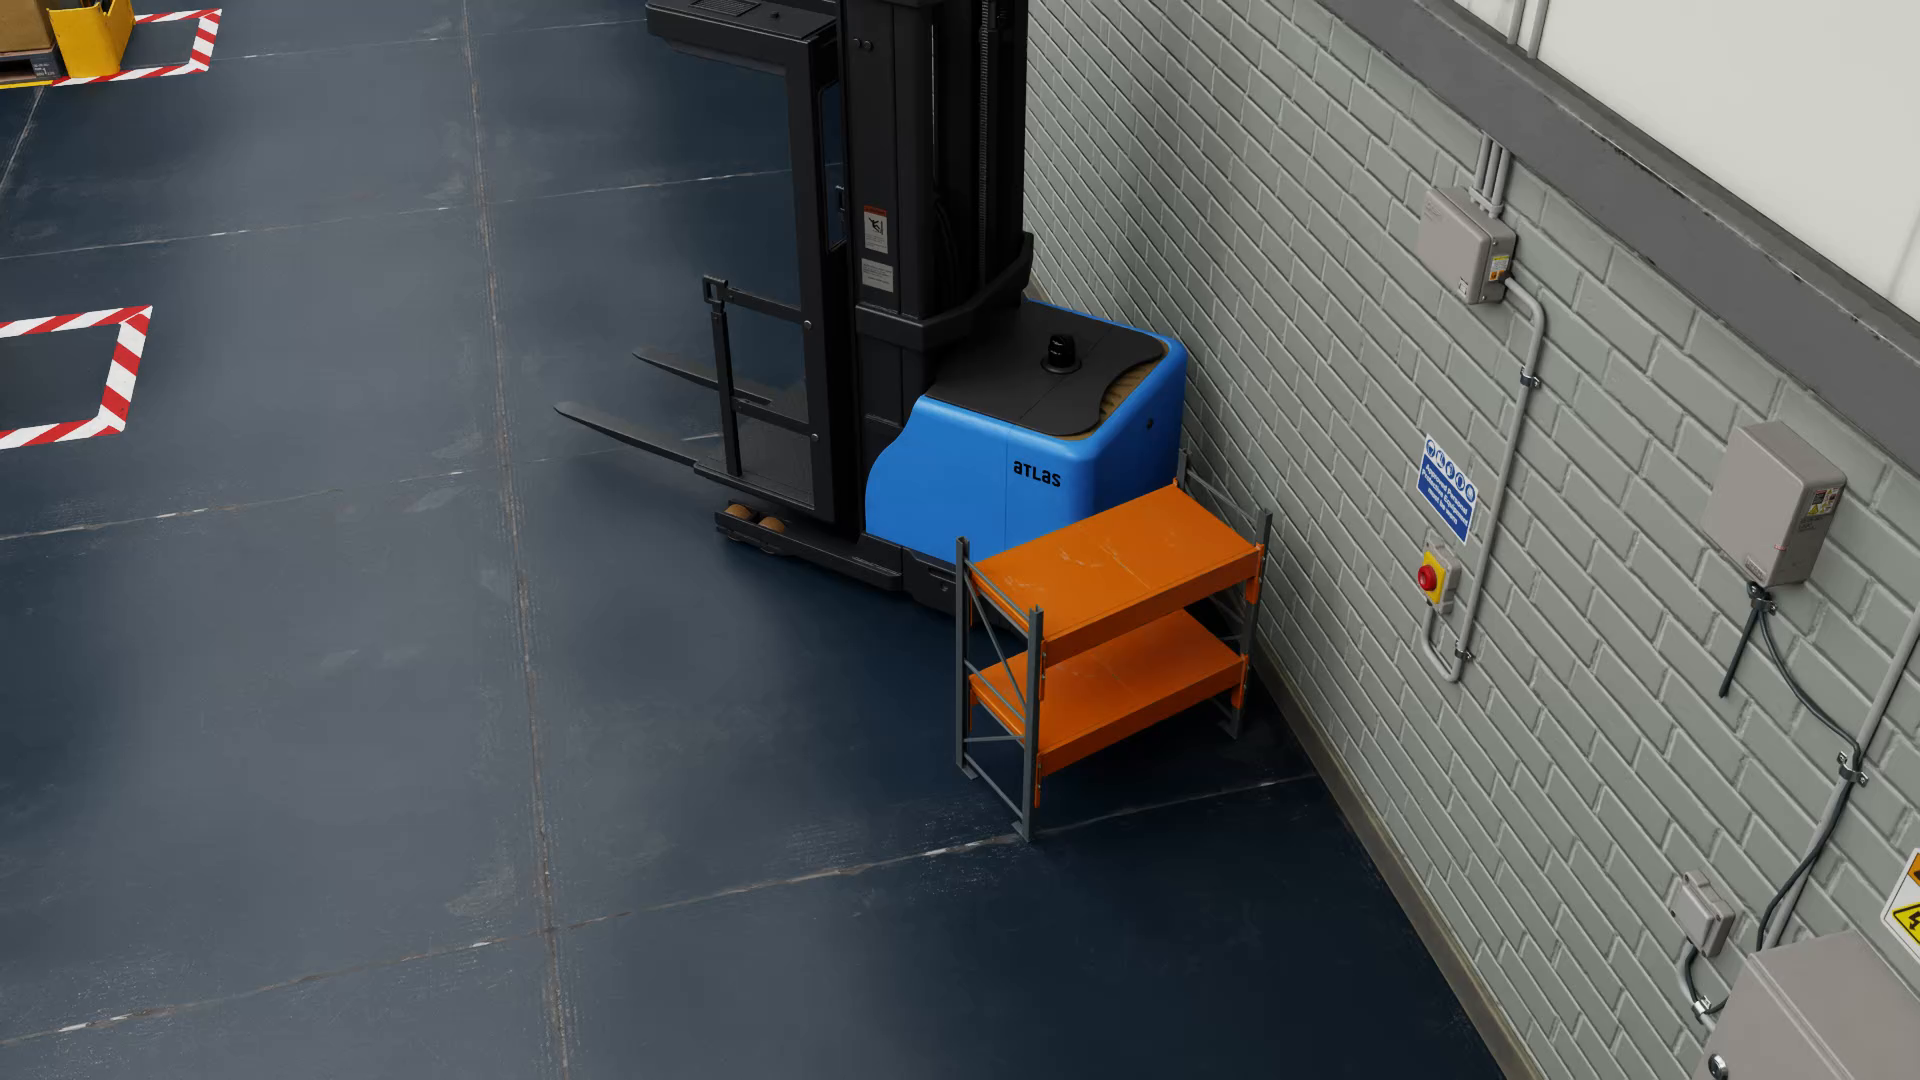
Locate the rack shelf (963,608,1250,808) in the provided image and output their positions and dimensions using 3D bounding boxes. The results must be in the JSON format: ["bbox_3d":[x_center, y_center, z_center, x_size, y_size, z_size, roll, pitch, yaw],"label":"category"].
[{"bbox_3d":[0.560,0.588,6.458,1.000,0.278,0.538,-21,42,-26],"label":"rack shelf"}]

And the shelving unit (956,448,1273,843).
[{"bbox_3d":[0.560,0.394,6.309,1.048,1.125,0.538,-21,42,-26],"label":"shelving unit"}]

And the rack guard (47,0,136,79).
[{"bbox_3d":[-6.504,-3.934,12.481,0.348,0.500,1.175,-9,38,-12],"label":"rack guard"}]

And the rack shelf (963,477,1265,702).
[{"bbox_3d":[0.560,0.161,6.131,1.000,0.278,0.538,-21,42,-26],"label":"rack shelf"}]

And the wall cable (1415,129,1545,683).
[{"bbox_3d":[1.494,-0.433,4.985,0.123,1.953,0.585,-9,38,-12],"label":"wall cable"}]

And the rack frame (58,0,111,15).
[{"bbox_3d":[-6.527,-4.923,11.717,0.127,3.000,1.000,-9,38,-12],"label":"rack frame"}]

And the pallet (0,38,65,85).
[{"bbox_3d":[-7.278,-3.643,12.338,1.213,0.211,1.003,-9,38,-12],"label":"pallet"}]

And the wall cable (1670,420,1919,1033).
[{"bbox_3d":[1.875,0.410,3.909,0.122,1.984,0.588,-9,38,-12],"label":"wall cable"}]

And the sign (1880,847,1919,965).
[{"bbox_3d":[2.087,0.845,3.497,0.001,0.242,0.339,-9,38,-12],"label":"sign"}]

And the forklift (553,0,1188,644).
[{"bbox_3d":[-0.544,-1.357,7.112,3.031,2.935,1.130,20,42,24],"label":"forklift"}]

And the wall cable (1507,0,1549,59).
[{"bbox_3d":[1.475,-2.559,3.689,0.029,3.000,0.463,-9,38,-12],"label":"wall cable"}]

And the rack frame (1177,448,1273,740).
[{"bbox_3d":[0.987,0.226,6.529,0.032,1.125,0.500,-21,42,-26],"label":"rack frame"}]

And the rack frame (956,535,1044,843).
[{"bbox_3d":[0.133,0.562,6.090,0.032,1.125,0.500,-21,42,-26],"label":"rack frame"}]

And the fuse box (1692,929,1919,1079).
[{"bbox_3d":[1.901,1.750,4.054,0.414,1.711,0.539,-9,38,-12],"label":"fuse box"}]

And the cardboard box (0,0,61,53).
[{"bbox_3d":[-7.124,-4.097,12.041,0.875,0.875,0.875,-9,38,-12],"label":"cardboard box"}]

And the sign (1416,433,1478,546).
[{"bbox_3d":[1.541,-0.162,5.271,0.001,0.218,0.327,-9,38,-12],"label":"sign"}]
